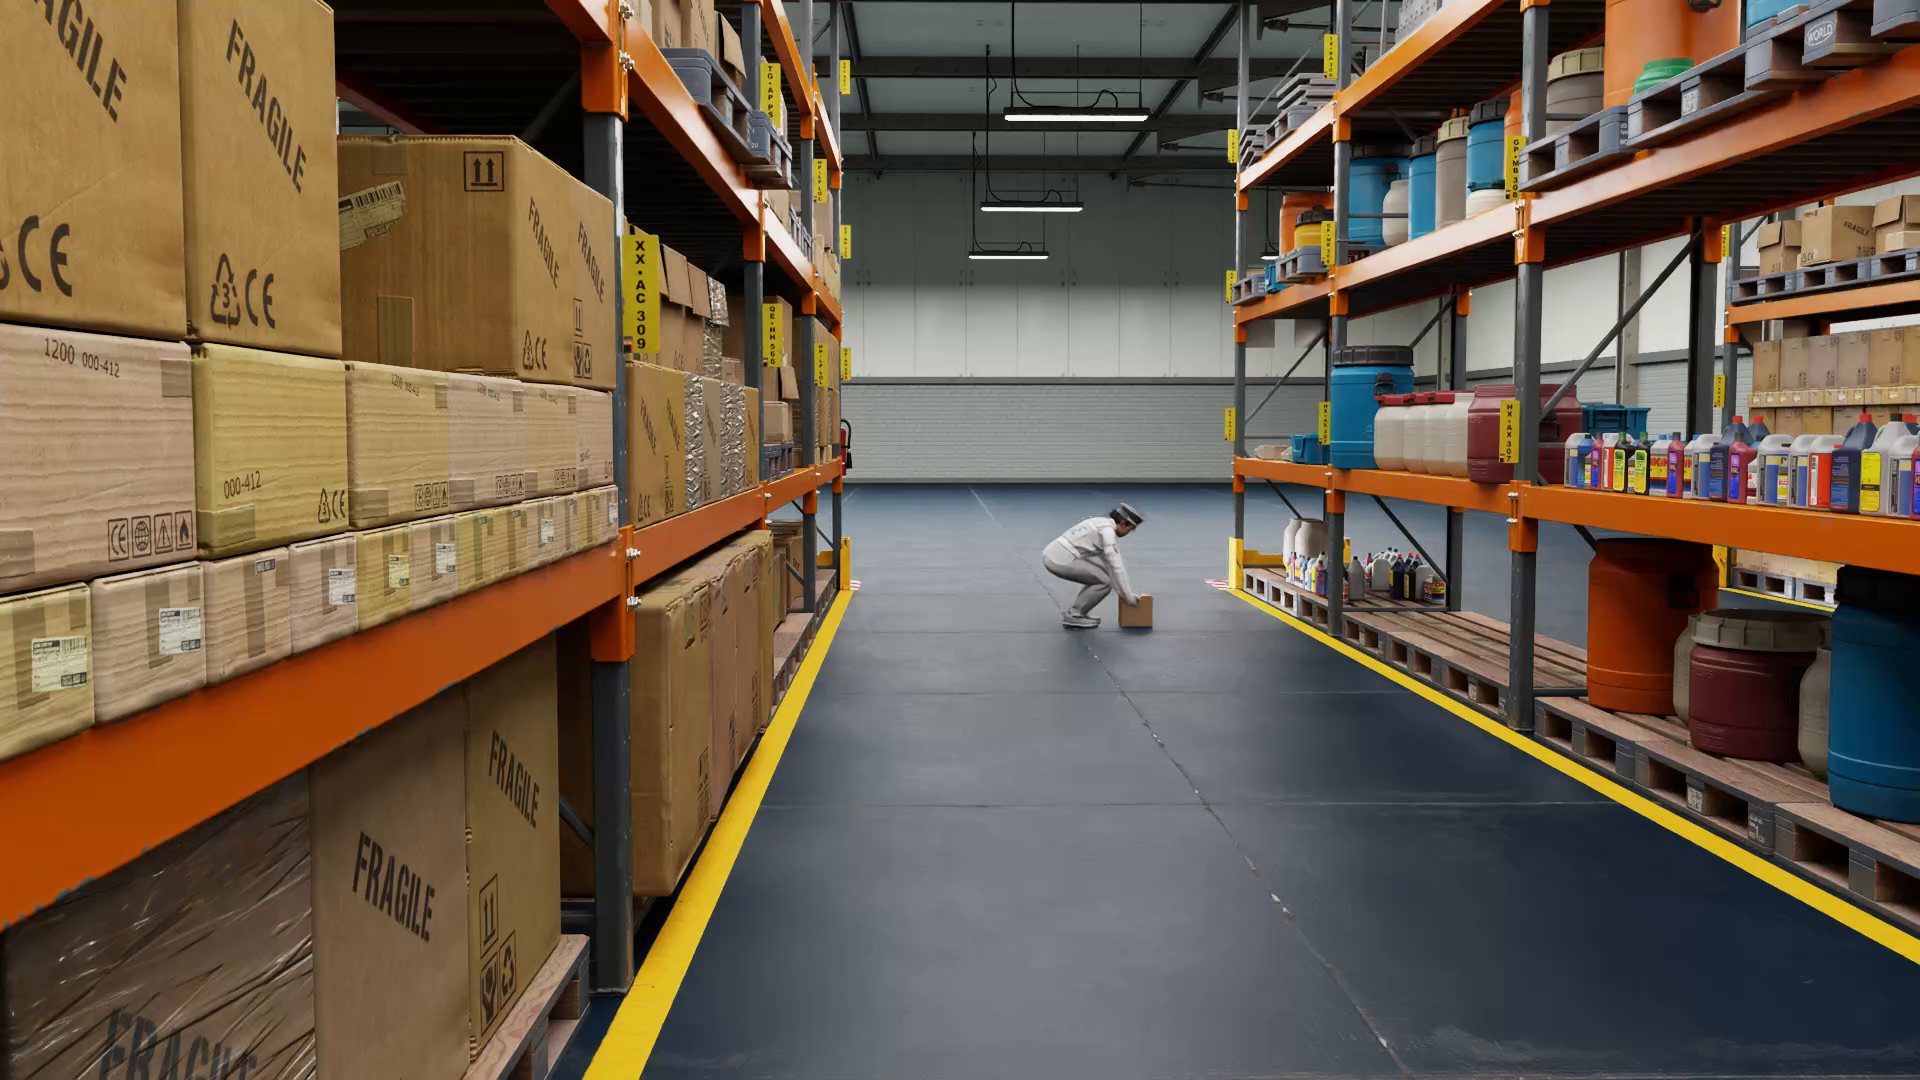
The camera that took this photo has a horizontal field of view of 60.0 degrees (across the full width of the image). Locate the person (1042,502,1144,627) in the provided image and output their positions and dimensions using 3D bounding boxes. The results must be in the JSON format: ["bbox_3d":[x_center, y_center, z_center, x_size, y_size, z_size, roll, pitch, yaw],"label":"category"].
[{"bbox_3d":[1.086,0.195,13.532,0.840,1.006,0.498,0,4,-2],"label":"person"}]
